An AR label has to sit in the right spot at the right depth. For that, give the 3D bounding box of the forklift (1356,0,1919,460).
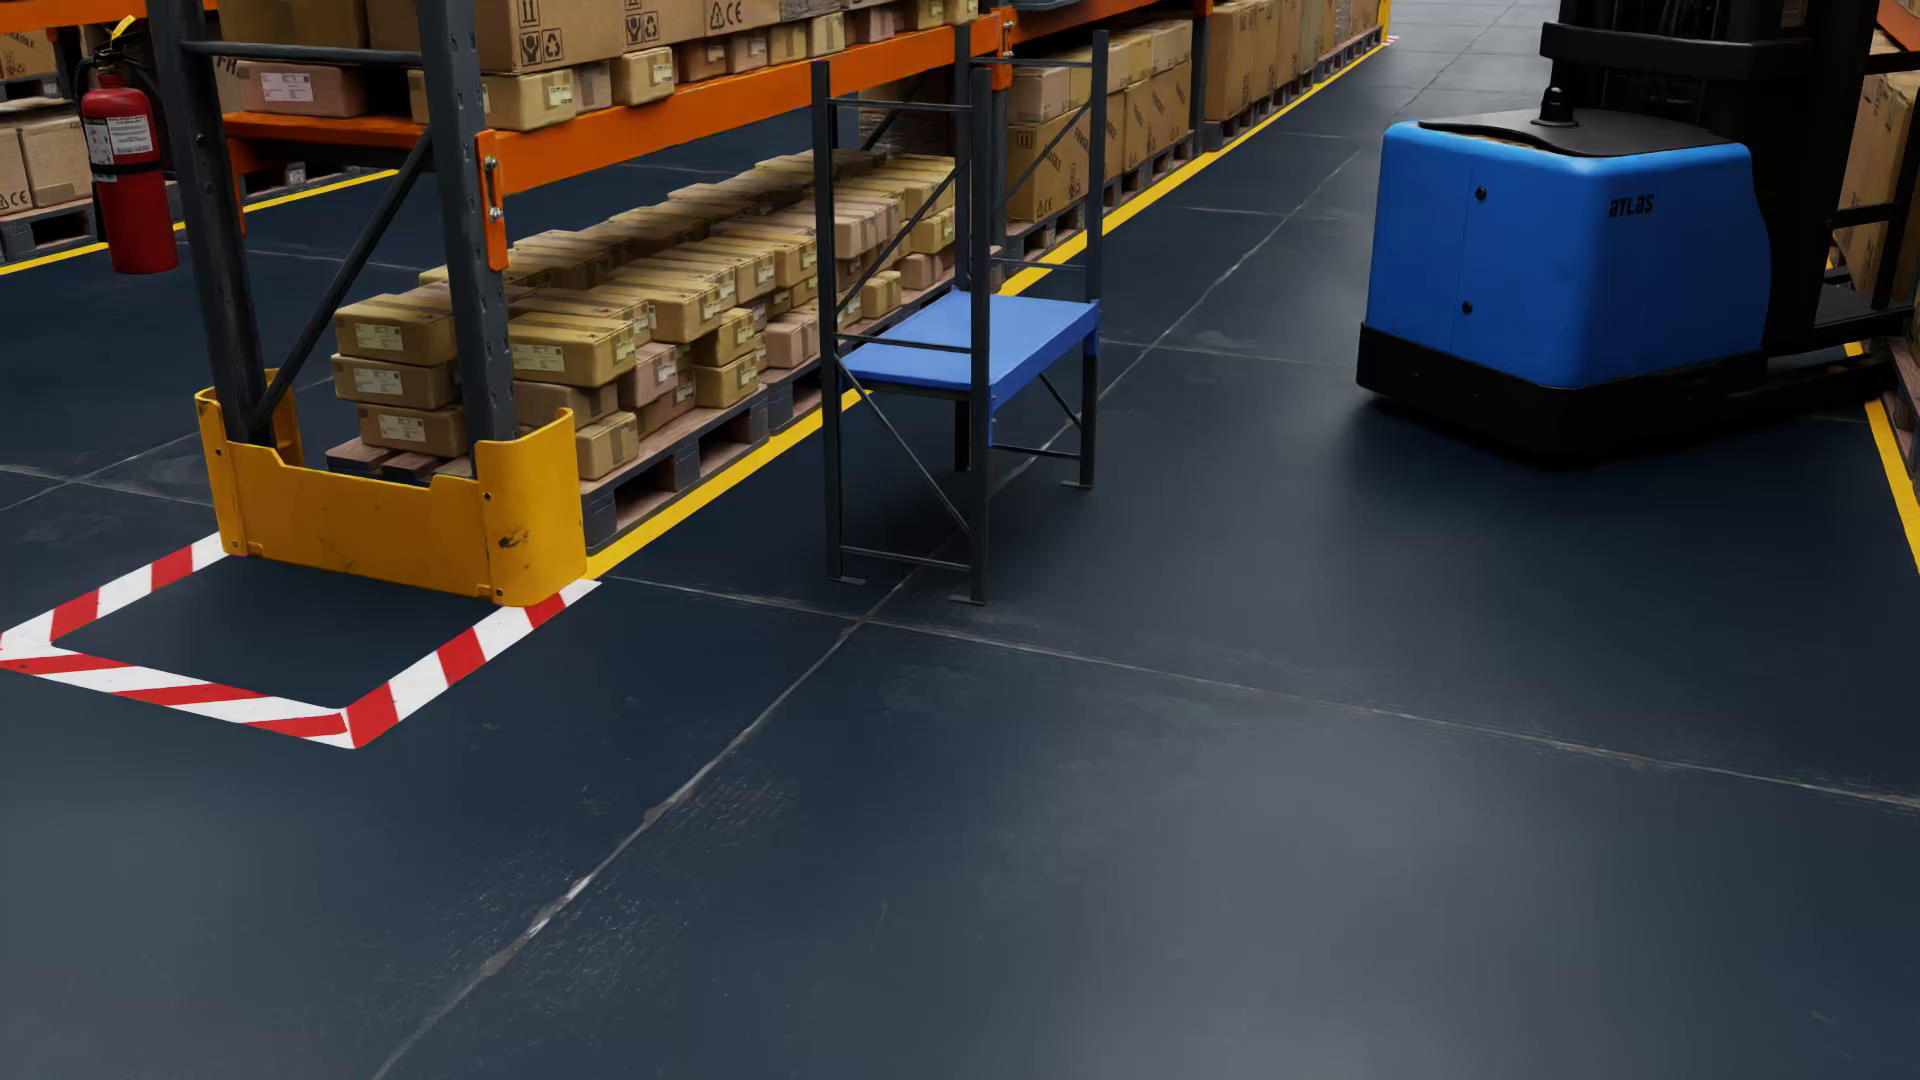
[{"bbox_3d":[3.095,-2.030,6.308,3.031,2.935,1.130,-12,26,-27],"label":"forklift"}]

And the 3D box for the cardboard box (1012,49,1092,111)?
[{"bbox_3d":[0.459,-2.536,9.154,0.500,0.250,0.500,9,24,22],"label":"cardboard box"}]

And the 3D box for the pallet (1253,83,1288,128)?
[{"bbox_3d":[2.047,-3.583,13.554,1.003,0.211,1.213,9,24,20],"label":"pallet"}]

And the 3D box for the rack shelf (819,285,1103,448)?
[{"bbox_3d":[0.032,-0.557,5.103,0.538,0.185,1.000,9,24,20],"label":"rack shelf"}]

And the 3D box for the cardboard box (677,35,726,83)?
[{"bbox_3d":[-1.019,-1.645,5.622,0.380,0.149,0.250,9,24,20],"label":"cardboard box"}]

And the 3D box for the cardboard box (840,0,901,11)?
[{"bbox_3d":[-0.554,-2.338,6.440,0.500,0.500,0.500,9,24,20],"label":"cardboard box"}]

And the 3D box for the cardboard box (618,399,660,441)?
[{"bbox_3d":[-1.229,-0.426,5.531,0.380,0.149,0.250,9,24,20],"label":"cardboard box"}]

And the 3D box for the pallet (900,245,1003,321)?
[{"bbox_3d":[-0.473,-1.200,7.848,1.003,0.211,1.213,9,24,20],"label":"pallet"}]

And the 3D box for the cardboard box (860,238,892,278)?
[{"bbox_3d":[-0.511,-1.222,7.053,0.380,0.149,0.250,9,24,21],"label":"cardboard box"}]

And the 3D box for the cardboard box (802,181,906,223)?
[{"bbox_3d":[-0.460,-1.451,7.214,0.380,0.149,0.250,10,25,22],"label":"cardboard box"}]

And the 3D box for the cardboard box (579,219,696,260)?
[{"bbox_3d":[-1.252,-1.138,6.464,0.380,0.149,0.250,8,24,18],"label":"cardboard box"}]

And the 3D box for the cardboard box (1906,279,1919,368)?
[{"bbox_3d":[3.992,-0.974,5.902,0.875,0.875,0.875,9,24,20],"label":"cardboard box"}]

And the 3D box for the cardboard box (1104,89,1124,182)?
[{"bbox_3d":[0.641,-2.378,9.748,0.500,0.500,0.500,9,24,21],"label":"cardboard box"}]

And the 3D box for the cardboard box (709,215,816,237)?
[{"bbox_3d":[-0.757,-1.169,6.540,0.380,0.149,0.250,9,24,20],"label":"cardboard box"}]

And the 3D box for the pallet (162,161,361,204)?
[{"bbox_3d":[-4.673,-2.404,10.733,1.003,0.211,1.213,9,24,20],"label":"pallet"}]

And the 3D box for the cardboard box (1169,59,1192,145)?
[{"bbox_3d":[1.228,-2.931,11.072,0.500,0.500,0.500,9,24,20],"label":"cardboard box"}]

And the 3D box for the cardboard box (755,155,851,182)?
[{"bbox_3d":[-0.734,-1.701,7.812,0.380,0.149,0.250,10,25,23],"label":"cardboard box"}]

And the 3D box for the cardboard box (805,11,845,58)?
[{"bbox_3d":[-0.659,-1.910,6.258,0.380,0.149,0.250,9,24,21],"label":"cardboard box"}]

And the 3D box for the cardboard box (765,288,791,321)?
[{"bbox_3d":[-0.878,-0.945,6.388,0.380,0.149,0.250,10,25,23],"label":"cardboard box"}]

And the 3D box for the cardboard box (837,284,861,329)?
[{"bbox_3d":[-0.629,-0.967,6.827,0.380,0.149,0.250,9,24,21],"label":"cardboard box"}]

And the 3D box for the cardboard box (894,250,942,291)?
[{"bbox_3d":[-0.298,-1.236,7.471,0.380,0.149,0.250,8,24,18],"label":"cardboard box"}]

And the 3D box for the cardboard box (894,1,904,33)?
[{"bbox_3d":[-0.454,-2.203,6.958,0.380,0.149,0.250,8,24,19],"label":"cardboard box"}]

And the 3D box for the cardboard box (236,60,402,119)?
[{"bbox_3d":[-1.884,-1.342,4.896,0.380,0.149,0.250,9,24,20],"label":"cardboard box"}]

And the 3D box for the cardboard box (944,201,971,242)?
[{"bbox_3d":[-0.167,-1.490,7.694,0.380,0.149,0.250,8,24,18],"label":"cardboard box"}]

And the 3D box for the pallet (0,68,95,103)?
[{"bbox_3d":[-8.326,-3.996,14.544,1.003,0.211,1.213,9,24,20],"label":"pallet"}]

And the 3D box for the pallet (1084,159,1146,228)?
[{"bbox_3d":[0.483,-2.162,10.152,1.003,0.211,1.213,9,24,20],"label":"pallet"}]

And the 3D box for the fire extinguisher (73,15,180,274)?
[{"bbox_3d":[-2.264,-1.068,4.500,0.296,0.674,0.183,9,24,20],"label":"fire extinguisher"}]

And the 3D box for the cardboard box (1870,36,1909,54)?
[{"bbox_3d":[5.183,-2.068,8.522,1.225,0.875,0.875,9,24,20],"label":"cardboard box"}]

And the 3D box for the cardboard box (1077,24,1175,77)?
[{"bbox_3d":[1.041,-3.085,10.469,0.500,0.250,0.500,9,24,21],"label":"cardboard box"}]

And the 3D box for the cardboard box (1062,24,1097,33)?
[{"bbox_3d":[0.560,-3.156,10.639,0.500,0.250,0.500,8,24,19],"label":"cardboard box"}]

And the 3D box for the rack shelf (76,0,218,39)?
[{"bbox_3d":[-4.147,-3.788,11.360,1.077,0.370,4.000,9,24,20],"label":"rack shelf"}]

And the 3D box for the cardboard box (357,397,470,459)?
[{"bbox_3d":[-1.740,-0.397,5.462,0.380,0.149,0.250,9,24,21],"label":"cardboard box"}]

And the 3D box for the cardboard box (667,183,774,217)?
[{"bbox_3d":[-1.028,-1.427,7.157,0.380,0.149,0.250,9,24,21],"label":"cardboard box"}]

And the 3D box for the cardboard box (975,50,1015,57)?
[{"bbox_3d":[-0.011,-2.603,9.315,0.500,0.250,0.500,10,25,23],"label":"cardboard box"}]

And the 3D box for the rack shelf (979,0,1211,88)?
[{"bbox_3d":[0.486,-3.115,9.750,1.077,0.370,4.000,9,24,20],"label":"rack shelf"}]

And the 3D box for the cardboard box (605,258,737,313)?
[{"bbox_3d":[-1.014,-0.880,5.848,0.380,0.149,0.250,8,24,17],"label":"cardboard box"}]

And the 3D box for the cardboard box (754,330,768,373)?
[{"bbox_3d":[-0.940,-0.696,6.179,0.380,0.149,0.250,9,24,20],"label":"cardboard box"}]

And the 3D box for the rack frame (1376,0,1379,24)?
[{"bbox_3d":[4.201,-7.026,18.179,1.000,3.000,0.127,9,24,20],"label":"rack frame"}]

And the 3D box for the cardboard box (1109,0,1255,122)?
[{"bbox_3d":[1.539,-3.524,12.169,1.050,0.750,0.750,8,24,19],"label":"cardboard box"}]

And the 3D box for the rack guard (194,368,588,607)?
[{"bbox_3d":[-1.714,-0.174,5.018,1.175,0.500,0.348,9,24,20],"label":"rack guard"}]

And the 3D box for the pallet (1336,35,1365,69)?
[{"bbox_3d":[3.522,-5.007,16.963,1.003,0.211,1.213,9,24,20],"label":"pallet"}]

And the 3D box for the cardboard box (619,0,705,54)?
[{"bbox_3d":[-1.144,-1.800,5.152,0.500,0.500,0.500,9,24,20],"label":"cardboard box"}]

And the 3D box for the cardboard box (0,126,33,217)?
[{"bbox_3d":[-5.555,-1.886,8.653,0.875,0.438,0.875,8,24,18],"label":"cardboard box"}]

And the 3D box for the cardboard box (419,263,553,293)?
[{"bbox_3d":[-1.656,-0.871,5.827,0.380,0.149,0.250,8,24,19],"label":"cardboard box"}]

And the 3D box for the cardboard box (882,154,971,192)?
[{"bbox_3d":[-0.147,-1.720,7.858,0.380,0.149,0.250,9,24,22],"label":"cardboard box"}]

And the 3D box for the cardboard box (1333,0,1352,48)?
[{"bbox_3d":[3.345,-5.346,16.369,0.875,0.875,0.875,9,24,20],"label":"cardboard box"}]

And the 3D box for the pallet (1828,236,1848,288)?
[{"bbox_3d":[4.979,-1.424,8.385,1.003,0.211,1.213,9,24,20],"label":"pallet"}]

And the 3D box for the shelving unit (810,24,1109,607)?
[{"bbox_3d":[0.032,-0.723,5.034,0.538,1.500,1.048,9,24,20],"label":"shelving unit"}]

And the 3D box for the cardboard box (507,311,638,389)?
[{"bbox_3d":[-1.232,-0.592,5.158,0.380,0.149,0.250,8,24,18],"label":"cardboard box"}]

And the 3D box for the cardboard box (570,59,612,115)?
[{"bbox_3d":[-1.261,-1.350,4.917,0.380,0.149,0.250,10,25,22],"label":"cardboard box"}]

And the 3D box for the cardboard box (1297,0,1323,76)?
[{"bbox_3d":[2.568,-4.515,14.542,1.050,0.750,0.750,9,24,20],"label":"cardboard box"}]

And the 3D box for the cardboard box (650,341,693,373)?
[{"bbox_3d":[-1.146,-0.657,5.699,0.380,0.149,0.250,9,24,21],"label":"cardboard box"}]

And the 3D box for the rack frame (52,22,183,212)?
[{"bbox_3d":[-4.890,-3.404,9.508,1.000,3.000,0.127,9,24,20],"label":"rack frame"}]
